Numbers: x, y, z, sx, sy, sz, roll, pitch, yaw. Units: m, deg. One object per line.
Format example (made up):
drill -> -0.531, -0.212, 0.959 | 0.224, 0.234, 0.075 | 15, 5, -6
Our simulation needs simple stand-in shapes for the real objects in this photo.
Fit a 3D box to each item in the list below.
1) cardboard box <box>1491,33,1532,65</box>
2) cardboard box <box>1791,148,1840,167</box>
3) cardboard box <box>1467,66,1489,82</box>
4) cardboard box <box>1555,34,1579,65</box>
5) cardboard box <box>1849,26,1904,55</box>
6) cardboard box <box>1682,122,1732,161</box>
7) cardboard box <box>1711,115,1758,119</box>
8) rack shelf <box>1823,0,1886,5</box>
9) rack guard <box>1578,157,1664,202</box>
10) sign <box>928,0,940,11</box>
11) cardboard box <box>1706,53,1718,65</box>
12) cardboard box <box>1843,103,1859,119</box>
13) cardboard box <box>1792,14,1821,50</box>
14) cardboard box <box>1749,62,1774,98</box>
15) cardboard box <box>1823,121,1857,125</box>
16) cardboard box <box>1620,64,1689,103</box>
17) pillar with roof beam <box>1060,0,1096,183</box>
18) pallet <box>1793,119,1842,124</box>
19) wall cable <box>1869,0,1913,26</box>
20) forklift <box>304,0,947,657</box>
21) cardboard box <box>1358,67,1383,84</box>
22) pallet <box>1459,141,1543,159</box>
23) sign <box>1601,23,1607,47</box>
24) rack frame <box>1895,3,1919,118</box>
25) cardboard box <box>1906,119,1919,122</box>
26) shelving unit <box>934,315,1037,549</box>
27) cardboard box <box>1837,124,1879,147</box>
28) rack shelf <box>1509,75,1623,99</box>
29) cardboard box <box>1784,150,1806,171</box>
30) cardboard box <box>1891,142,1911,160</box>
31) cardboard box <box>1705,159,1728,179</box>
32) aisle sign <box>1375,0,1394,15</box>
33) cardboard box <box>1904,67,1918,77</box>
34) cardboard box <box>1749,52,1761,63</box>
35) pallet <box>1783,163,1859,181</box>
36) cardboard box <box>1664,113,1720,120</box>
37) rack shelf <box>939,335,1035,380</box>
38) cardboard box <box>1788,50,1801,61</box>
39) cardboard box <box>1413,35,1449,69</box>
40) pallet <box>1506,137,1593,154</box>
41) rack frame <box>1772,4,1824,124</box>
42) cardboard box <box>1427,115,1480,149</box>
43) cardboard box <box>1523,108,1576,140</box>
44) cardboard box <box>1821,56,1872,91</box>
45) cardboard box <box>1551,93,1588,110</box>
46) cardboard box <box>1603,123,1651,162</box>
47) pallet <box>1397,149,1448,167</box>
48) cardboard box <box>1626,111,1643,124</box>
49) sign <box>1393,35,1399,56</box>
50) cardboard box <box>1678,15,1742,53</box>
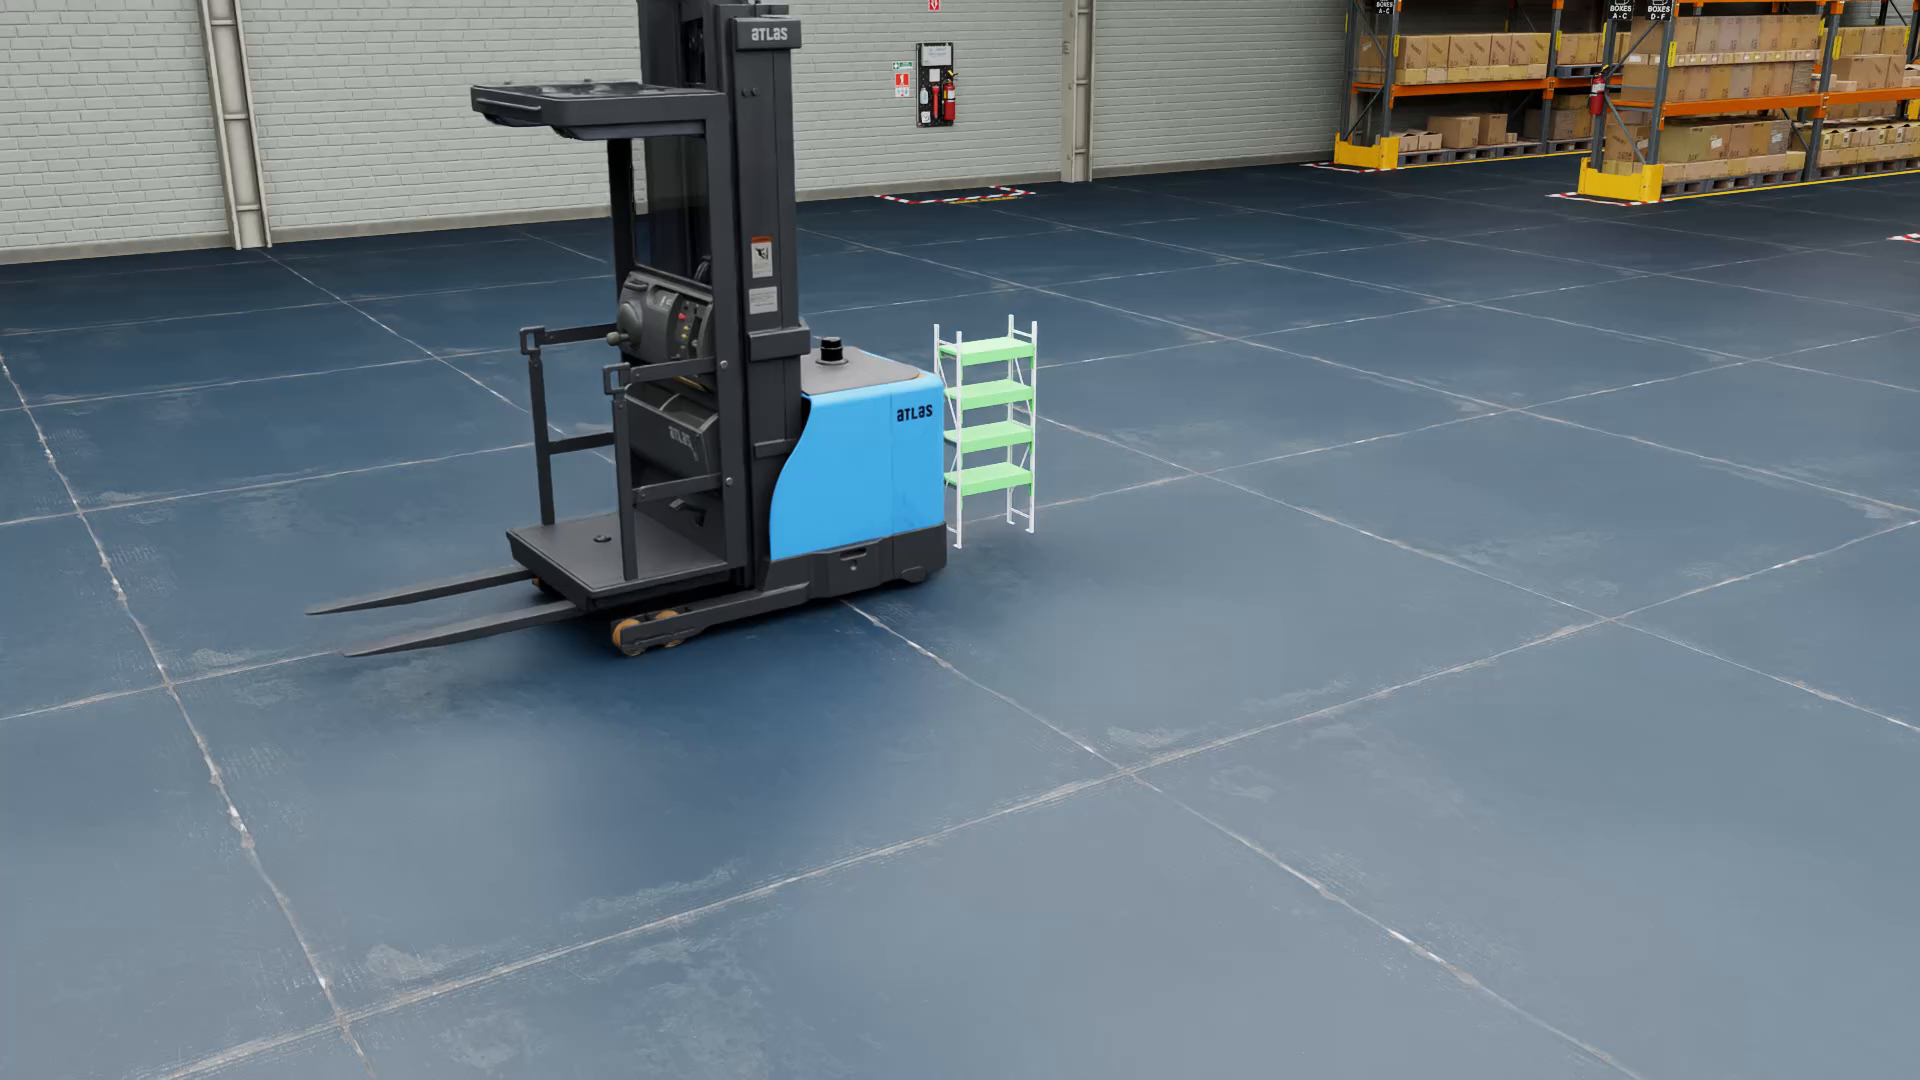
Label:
cardboard box -> 9.386, -8.394, 28.421 | 0.500, 0.500, 0.500 | -12, 22, -32
cardboard box -> 13.225, -5.932, 25.746 | 0.500, 0.250, 0.500 | -13, 22, -33
cardboard box -> 8.544, -7.862, 28.020 | 0.500, 0.250, 0.500 | -12, 22, -31
cardboard box -> 10.469, -8.692, 29.428 | 0.500, 0.500, 0.700 | -12, 22, -31
cardboard box -> 19.025, -10.388, 34.819 | 0.700, 0.700, 0.980 | -12, 22, -32
cardboard box -> 10.809, -5.793, 24.164 | 0.500, 0.500, 0.500 | -12, 22, -31
cardboard box -> 11.780, -6.195, 25.351 | 0.500, 0.500, 0.500 | -12, 22, -31
rack shelf -> 18.377, -11.197, 34.121 | 4.000, 0.370, 1.077 | -12, 22, -31
rack guard -> 9.392, -5.138, 23.662 | 0.348, 0.500, 1.175 | -12, 22, -31
sign -> -0.365, -7.647, 23.561 | 0.199, 0.298, 0.001 | -12, 22, -31
cardboard box -> 10.498, -6.827, 23.587 | 0.250, 0.149, 0.380 | -12, 22, -32
cardboard box -> 18.238, -9.061, 34.610 | 0.500, 0.500, 0.700 | -11, 22, -30
cardboard box -> 12.385, -7.613, 24.899 | 0.500, 0.500, 0.700 | -12, 22, -31
cardboard box -> 11.527, -6.817, 24.568 | 0.500, 0.500, 0.700 | -12, 22, -31
cardboard box -> 14.204, -6.609, 26.873 | 0.500, 0.311, 0.500 | -12, 22, -32
cardboard box -> 9.809, -6.453, 23.492 | 0.500, 0.500, 0.700 | -12, 22, -31
pillar with roof beam -> 4.150, -8.639, 20.748 | 0.400, 9.000, 9.100 | -12, 22, -31
pallet -> 17.384, -8.557, 34.225 | 1.213, 0.211, 1.003 | -12, 22, -31
wall cable -> 20.596, -11.429, 36.781 | 1.851, 1.984, 0.084 | -12, 22, -31
forklift -> -1.569, -1.047, 7.764 | 3.031, 2.935, 1.130 | -13, 22, -33
cardboard box -> 6.968, -7.723, 27.610 | 0.500, 0.250, 0.500 | -12, 22, -31
pallet -> 9.483, -6.907, 29.345 | 1.213, 0.211, 1.003 | -12, 22, -31
sign -> 9.125, -7.135, 23.488 | 0.005, 0.325, 0.100 | -12, 22, -31
rack frame -> 16.093, -7.736, 27.443 | 0.127, 3.000, 1.000 | -12, 22, -31
cardboard box -> 15.791, -6.740, 27.258 | 0.500, 0.311, 0.500 | -11, 22, -30
shelving unit -> 0.138, -0.598, 9.139 | 0.503, 1.200, 0.258 | -12, 22, -31
cardboard box -> 14.087, -6.378, 26.187 | 0.500, 0.311, 0.500 | -13, 22, -33
rack shelf -> 11.695, -8.367, 30.433 | 4.000, 0.370, 1.077 | -12, 22, -31
cardboard box -> 12.485, -5.787, 25.317 | 0.500, 0.250, 0.500 | -12, 22, -31
cardboard box -> 14.938, -6.295, 26.818 | 0.500, 0.250, 0.500 | -11, 22, -30
cardboard box -> 10.815, -5.435, 24.275 | 0.500, 0.250, 0.500 | -12, 22, -31
aisle sign -> 6.789, -8.789, 26.501 | 0.004, 0.787, 0.394 | -12, 22, -31
cardboard box -> 15.240, -7.588, 27.144 | 0.500, 0.311, 0.500 | -12, 22, -32
cardboard box -> 11.362, -7.010, 24.126 | 0.250, 0.149, 0.380 | -11, 22, -30
pallet -> 13.346, -5.850, 26.220 | 1.213, 0.211, 1.003 | -12, 22, -31
cardboard box -> 14.052, -8.335, 31.916 | 0.750, 0.750, 0.750 | -12, 22, -32
rack shelf -> 0.138, -0.992, 9.006 | 0.480, 0.148, 0.258 | -12, 22, -31
cardboard box -> 12.218, -7.191, 24.662 | 0.250, 0.149, 0.380 | -13, 22, -33
cardboard box -> 7.666, -8.033, 27.353 | 0.500, 0.500, 0.500 | -12, 22, -31
pallet -> 10.674, -7.172, 30.129 | 1.213, 0.211, 1.003 | -12, 22, -31
rack frame -> 16.706, -9.765, 33.444 | 0.127, 3.000, 1.000 | -12, 22, -31
cardboard box -> 8.428, -6.989, 28.451 | 0.500, 0.500, 0.700 | -14, 23, -35
cardboard box -> 10.630, -7.514, 30.003 | 0.500, 0.500, 0.700 | -11, 22, -30
cardboard box -> 13.843, -7.302, 26.004 | 0.500, 0.500, 0.500 | -10, 21, -28
cardboard box -> 10.996, -7.947, 30.115 | 0.500, 0.250, 0.500 | -12, 22, -33
cardboard box -> 9.696, -5.752, 24.042 | 0.500, 0.500, 0.500 | -12, 22, -31
pallet -> 7.445, -6.477, 28.073 | 1.213, 0.211, 1.003 | -12, 22, -31
cardboard box -> 12.299, -7.884, 31.097 | 0.500, 0.500, 0.700 | -12, 22, -31
sign -> 6.983, -7.916, 26.624 | 0.005, 0.325, 0.100 | -12, 22, -31
cardboard box -> 10.710, -7.260, 23.853 | 0.500, 0.500, 0.700 | -12, 22, -31
